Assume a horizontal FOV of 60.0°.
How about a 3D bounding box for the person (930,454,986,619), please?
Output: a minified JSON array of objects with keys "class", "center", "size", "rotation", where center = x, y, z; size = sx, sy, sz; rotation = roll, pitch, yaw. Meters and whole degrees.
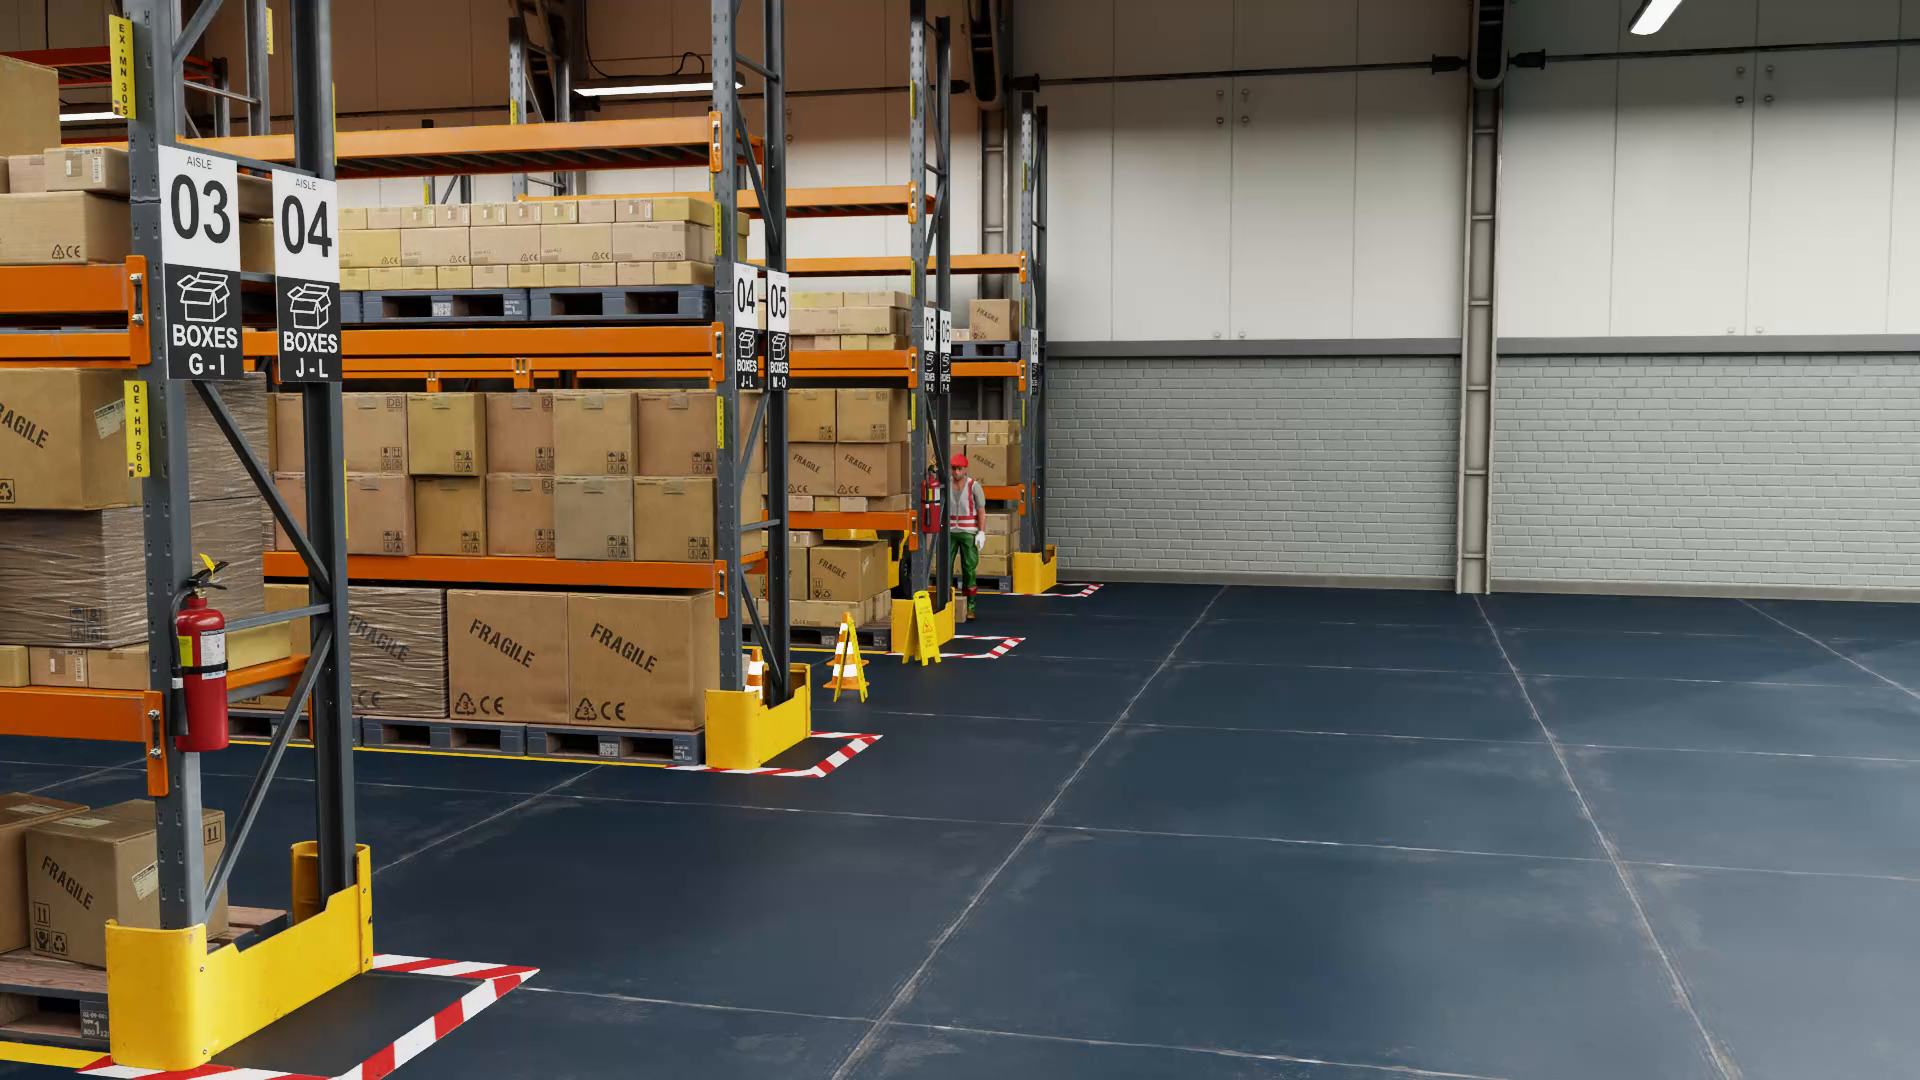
[{"class":"person","center":[-0.017,-0.040,17.852],"size":[0.607,1.780,0.449],"rotation":[1,5,14]}]
